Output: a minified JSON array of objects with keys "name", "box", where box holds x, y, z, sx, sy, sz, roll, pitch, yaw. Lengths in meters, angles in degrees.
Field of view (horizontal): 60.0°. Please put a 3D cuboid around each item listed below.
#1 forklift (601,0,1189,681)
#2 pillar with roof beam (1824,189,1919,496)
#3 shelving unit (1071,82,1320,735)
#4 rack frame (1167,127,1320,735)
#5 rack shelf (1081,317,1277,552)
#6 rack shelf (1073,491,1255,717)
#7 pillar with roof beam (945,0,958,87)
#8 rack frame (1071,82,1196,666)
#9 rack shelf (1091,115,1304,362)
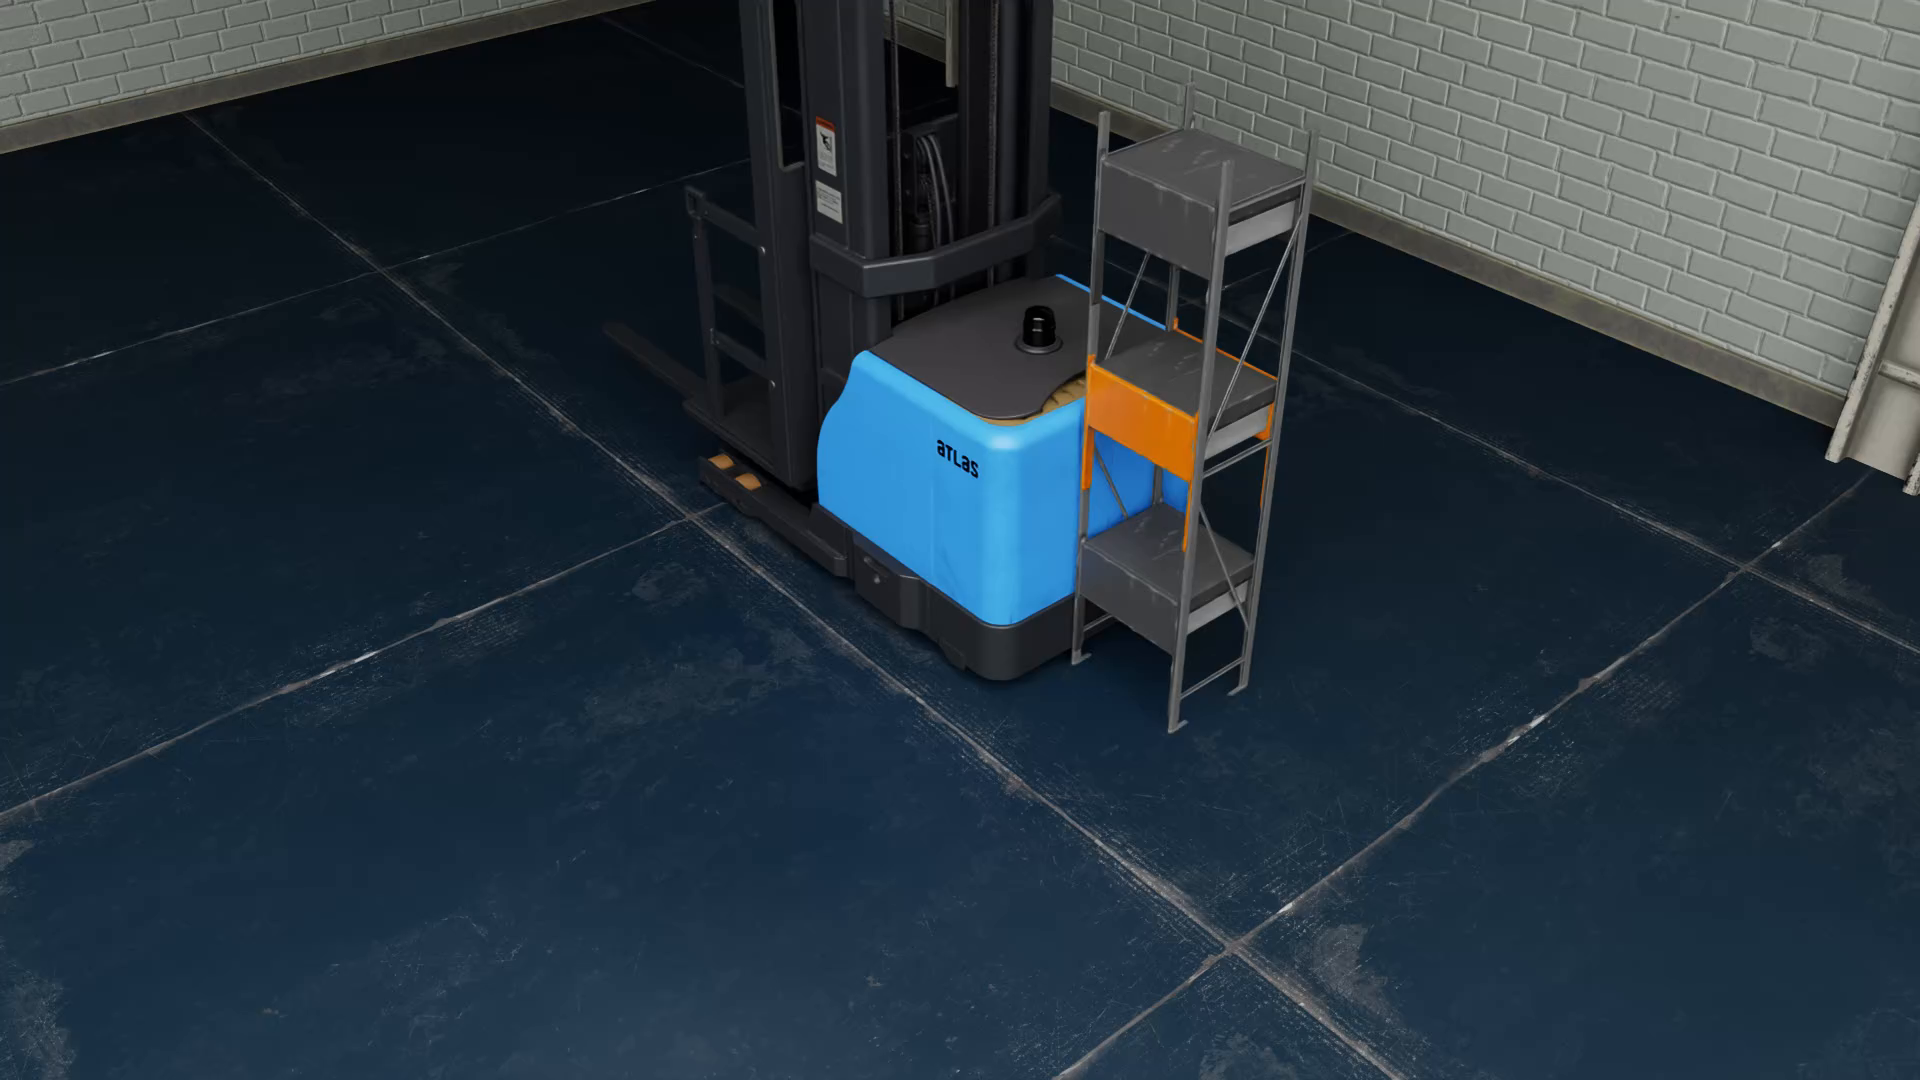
[{"name":"forklift","box":[-0.447,-1.474,6.295,1.130,2.935,3.031,-26,43,-32]},{"name":"pillar with roof beam","box":[0.726,-2.396,2.347,9.100,9.000,0.400,-26,43,-32]},{"name":"shelving unit","box":[0.723,-0.364,5.447,0.431,2.100,0.503,-26,43,-32]},{"name":"rack frame","box":[0.881,-0.256,5.295,0.400,2.100,0.015,-26,43,-32]},{"name":"rack shelf","box":[0.723,-0.353,5.455,0.431,0.518,0.480,-26,43,-32]},{"name":"rack shelf","box":[0.723,0.219,5.859,0.431,0.518,0.480,-26,43,-32]},{"name":"pillar with roof beam","box":[-3.146,-5.045,6.087,9.100,9.000,0.400,-26,43,-32]},{"name":"rack frame","box":[0.565,-0.471,5.599,0.400,2.100,0.015,-26,43,-32]},{"name":"rack shelf","box":[0.723,-0.924,5.050,0.431,0.518,0.480,-26,43,-32]}]
